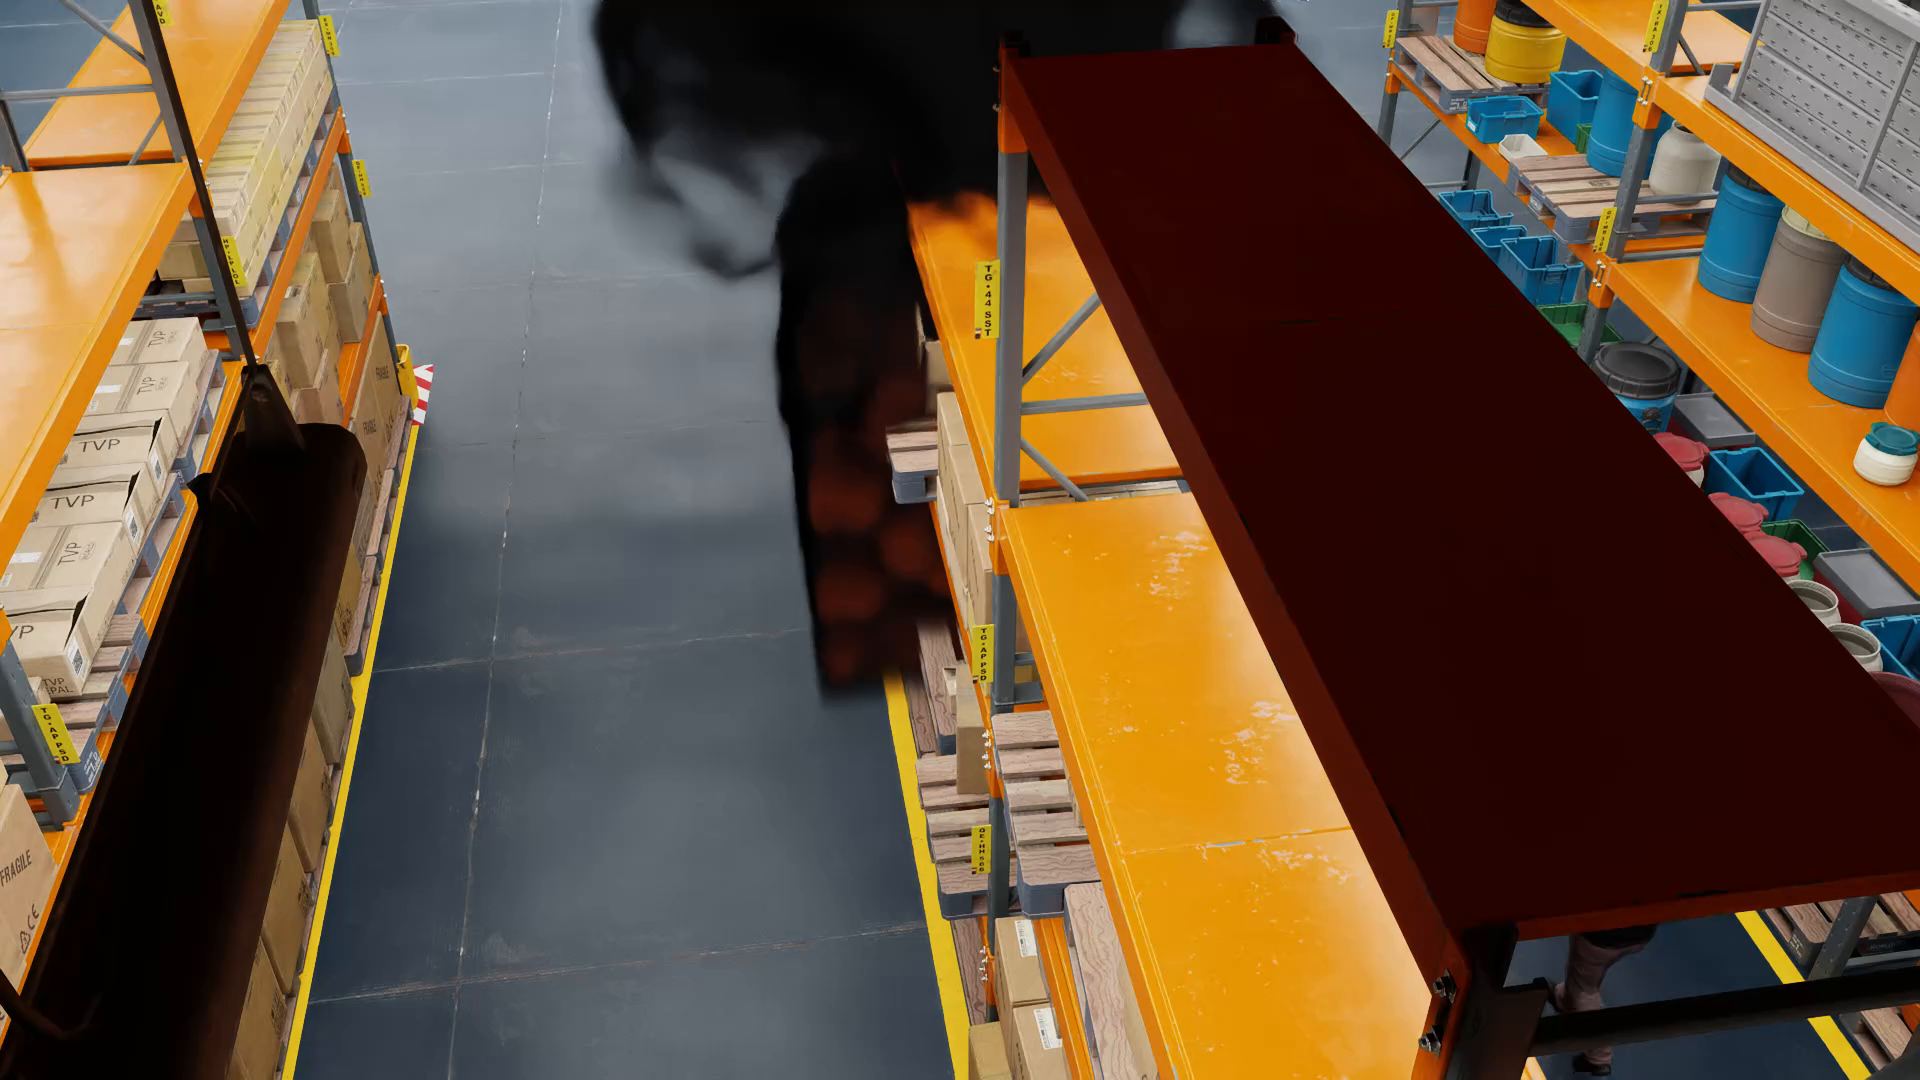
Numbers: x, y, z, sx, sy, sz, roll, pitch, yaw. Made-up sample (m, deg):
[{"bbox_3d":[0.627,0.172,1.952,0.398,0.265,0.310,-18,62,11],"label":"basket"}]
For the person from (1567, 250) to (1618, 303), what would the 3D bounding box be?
[{"bbox_3d":[5.978,-2.841,15.461,0.583,1.689,0.588,-17,40,-22],"label":"person"}]

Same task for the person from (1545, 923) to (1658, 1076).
[{"bbox_3d":[3.418,2.056,8.734,0.665,1.754,0.758,-9,37,-12],"label":"person"}]
